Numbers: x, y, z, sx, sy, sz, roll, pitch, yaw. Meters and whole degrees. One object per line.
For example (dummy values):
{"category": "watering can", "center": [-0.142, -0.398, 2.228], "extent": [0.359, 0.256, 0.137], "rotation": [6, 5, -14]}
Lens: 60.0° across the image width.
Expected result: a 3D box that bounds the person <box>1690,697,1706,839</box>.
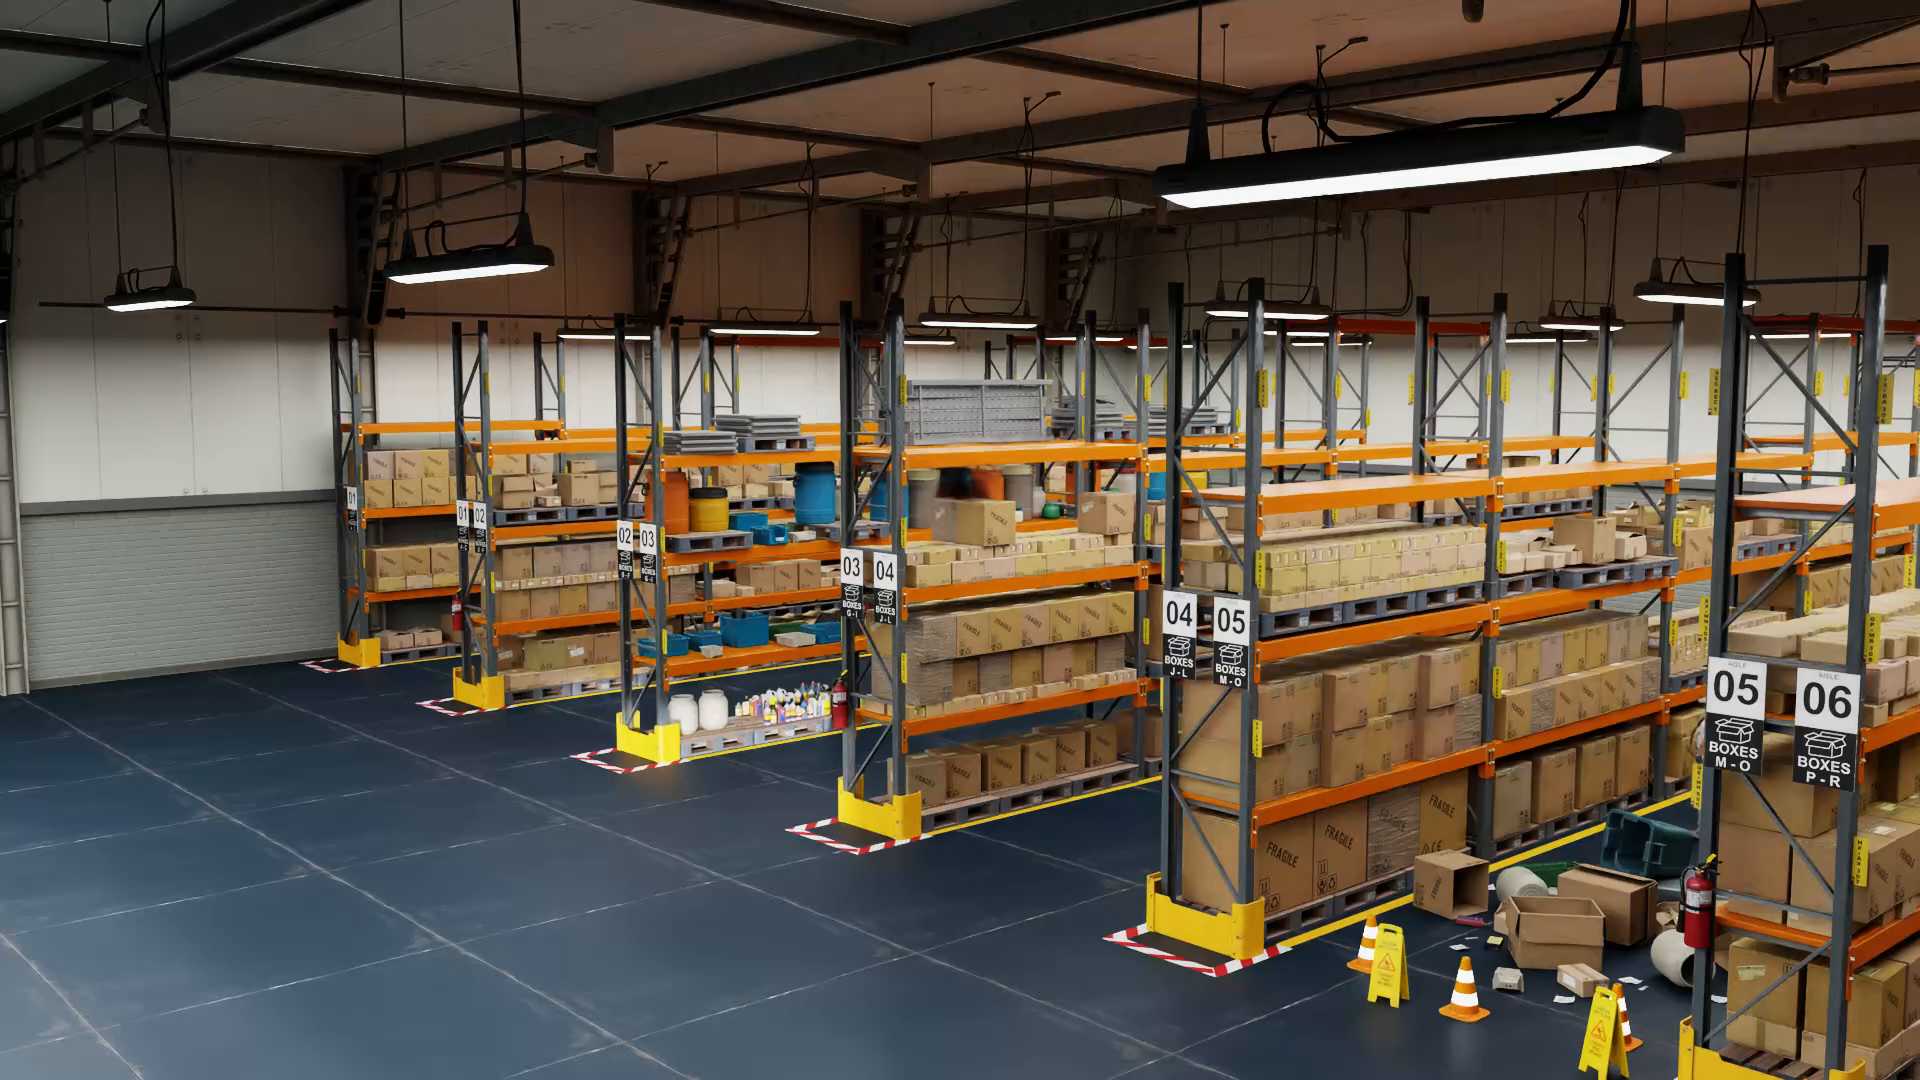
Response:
{"category": "person", "center": [8.392, 2.511, 18.498], "extent": [0.500, 1.674, 0.412], "rotation": [-3, 6, -25]}
